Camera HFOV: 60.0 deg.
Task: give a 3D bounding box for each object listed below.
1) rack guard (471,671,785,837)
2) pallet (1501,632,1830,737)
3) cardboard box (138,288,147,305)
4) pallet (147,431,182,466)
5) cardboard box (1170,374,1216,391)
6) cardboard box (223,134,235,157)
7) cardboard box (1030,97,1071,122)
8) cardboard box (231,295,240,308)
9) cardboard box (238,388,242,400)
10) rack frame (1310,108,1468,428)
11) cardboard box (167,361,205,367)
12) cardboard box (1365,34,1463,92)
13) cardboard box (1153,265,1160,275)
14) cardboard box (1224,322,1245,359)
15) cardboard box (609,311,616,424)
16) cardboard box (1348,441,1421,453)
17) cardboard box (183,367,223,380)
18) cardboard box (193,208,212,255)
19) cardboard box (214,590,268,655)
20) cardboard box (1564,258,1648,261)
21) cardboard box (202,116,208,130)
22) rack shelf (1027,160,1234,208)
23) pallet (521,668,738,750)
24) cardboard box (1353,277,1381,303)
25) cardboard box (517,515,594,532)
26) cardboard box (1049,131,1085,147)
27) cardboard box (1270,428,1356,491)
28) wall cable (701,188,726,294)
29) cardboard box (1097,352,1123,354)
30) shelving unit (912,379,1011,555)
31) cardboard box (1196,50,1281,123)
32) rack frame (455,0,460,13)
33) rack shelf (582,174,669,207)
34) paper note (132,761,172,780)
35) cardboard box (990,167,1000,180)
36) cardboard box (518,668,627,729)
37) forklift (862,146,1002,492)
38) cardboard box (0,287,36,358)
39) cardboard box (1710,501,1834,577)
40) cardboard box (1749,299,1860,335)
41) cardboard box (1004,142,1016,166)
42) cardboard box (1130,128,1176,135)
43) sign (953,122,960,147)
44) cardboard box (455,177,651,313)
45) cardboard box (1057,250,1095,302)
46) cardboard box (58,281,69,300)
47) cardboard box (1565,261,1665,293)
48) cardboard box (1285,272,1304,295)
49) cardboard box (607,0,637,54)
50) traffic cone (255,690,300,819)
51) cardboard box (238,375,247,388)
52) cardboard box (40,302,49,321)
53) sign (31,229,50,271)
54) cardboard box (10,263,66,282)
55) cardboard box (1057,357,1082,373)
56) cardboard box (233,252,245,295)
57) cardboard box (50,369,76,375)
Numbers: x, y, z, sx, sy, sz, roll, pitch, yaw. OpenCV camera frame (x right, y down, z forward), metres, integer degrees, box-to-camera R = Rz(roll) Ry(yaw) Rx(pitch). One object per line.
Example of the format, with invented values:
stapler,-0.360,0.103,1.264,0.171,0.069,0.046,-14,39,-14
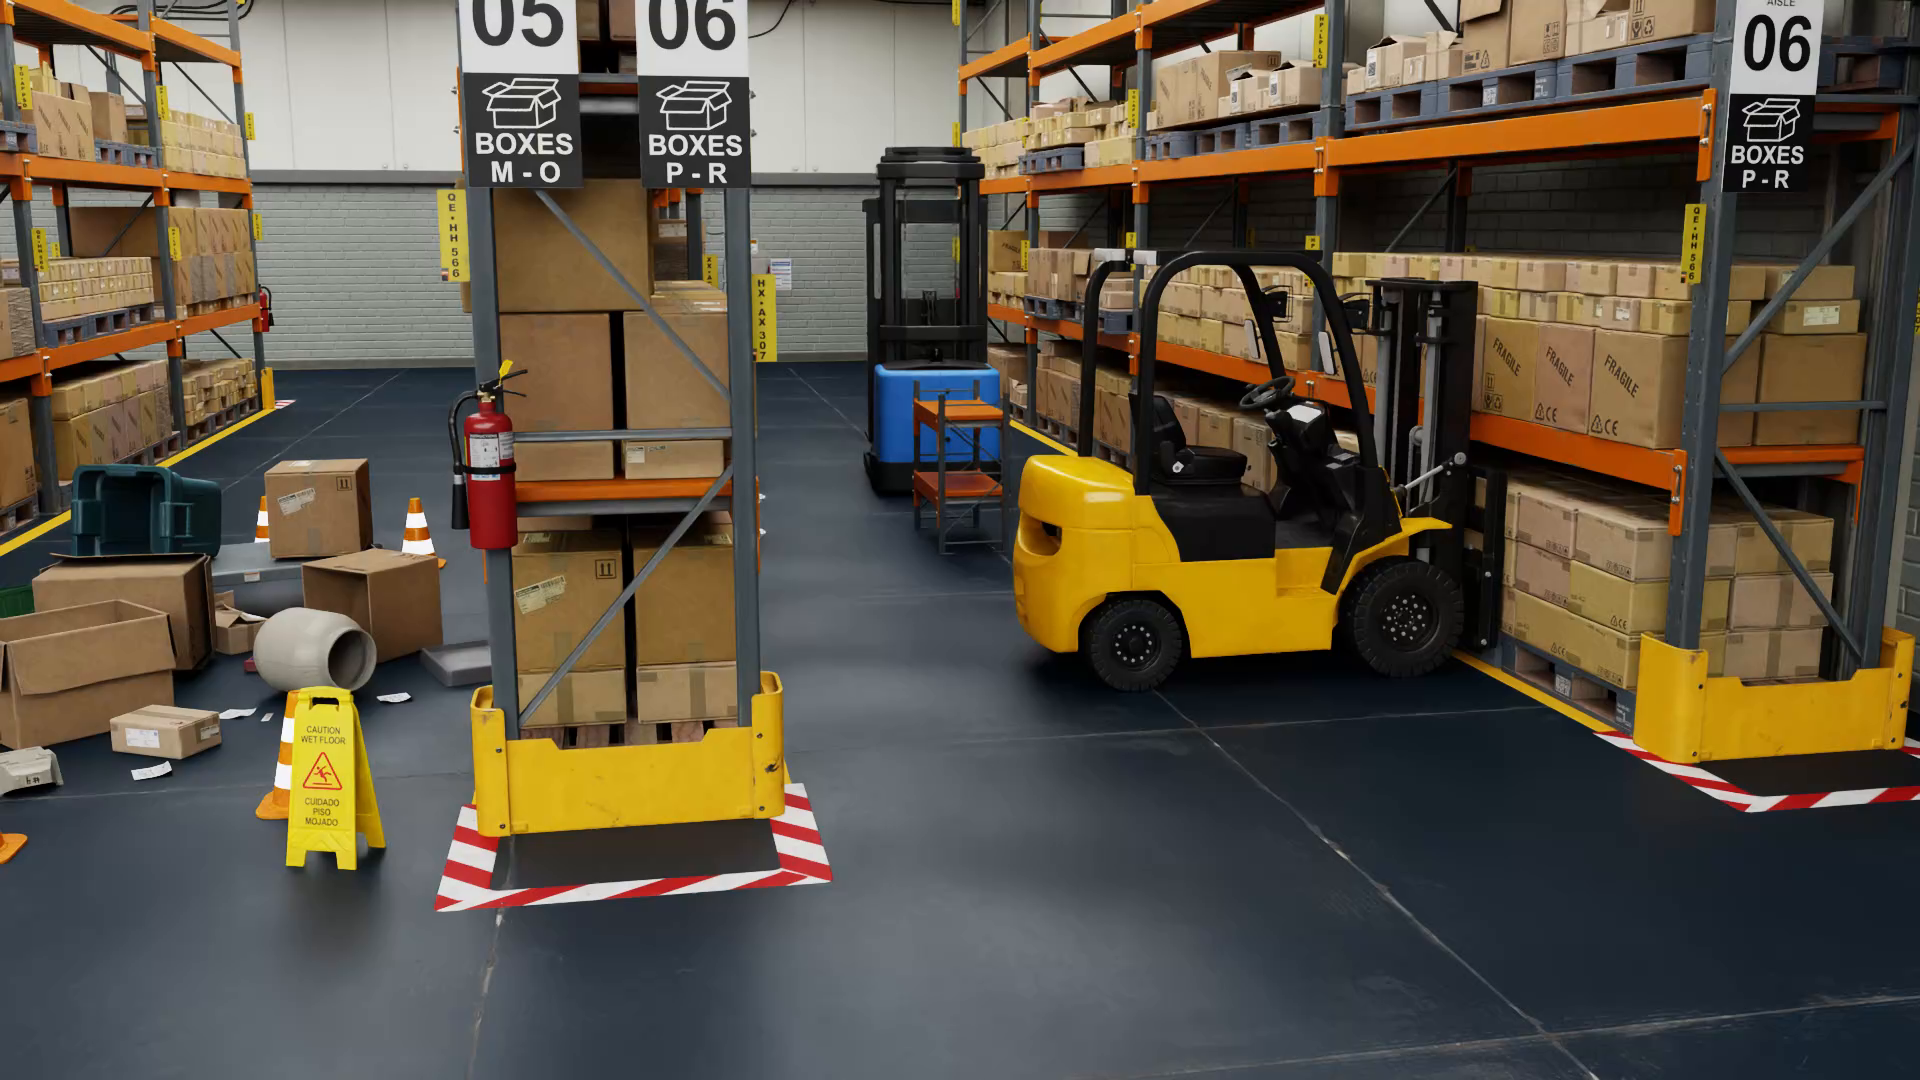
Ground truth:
rack guard,-1.286,0.827,6.512,1.175,0.500,0.348,-2,11,-11
pallet,3.407,0.663,8.147,1.003,0.211,1.213,-2,11,-11
cardboard box,-8.119,-2.359,16.115,0.380,0.149,0.250,-2,11,-11
pallet,-8.288,-0.876,16.236,1.003,0.211,1.213,-2,11,-11
cardboard box,2.220,-1.489,15.823,0.380,0.149,0.250,-2,11,-9
cardboard box,-8.779,-4.599,19.379,0.500,0.250,0.500,-2,11,-13
cardboard box,0.979,-4.656,17.992,0.396,0.266,0.258,-2,11,-12
cardboard box,-8.731,-2.811,19.616,0.380,0.149,0.250,-2,11,-9
cardboard box,-8.796,-1.744,19.840,0.380,0.149,0.250,-2,11,-11
rack frame,2.819,-1.301,11.012,1.000,3.000,0.127,-2,11,-11
cardboard box,-9.279,-2.066,19.939,0.380,0.149,0.250,-2,11,-10
cardboard box,2.741,-2.825,9.843,0.500,0.311,0.500,-2,11,-10
cardboard box,1.867,-2.285,14.176,0.380,0.149,0.250,-2,11,-10
cardboard box,2.294,-1.495,12.429,0.500,0.250,0.500,-2,11,-11
cardboard box,-1.740,-0.763,7.122,0.500,0.500,0.500,-2,11,-11
cardboard box,2.694,-0.454,10.115,0.500,0.250,0.500,-2,11,-11
cardboard box,-8.663,-1.892,19.027,0.380,0.149,0.250,-3,11,-13
cardboard box,-8.474,-3.355,18.064,0.500,0.500,0.500,-2,11,-10
cardboard box,-3.996,0.450,9.120,0.396,0.266,0.258,9,14,38
cardboard box,3.468,-1.436,8.920,0.380,0.149,0.250,-2,11,-11
cardboard box,-8.589,-4.631,18.478,0.380,0.149,0.250,-2,11,-13
rack shelf,1.652,-3.522,16.580,1.077,0.370,4.000,-2,11,-11
pallet,-1.410,0.819,7.329,1.003,0.211,1.213,-2,11,-11
cardboard box,2.674,-1.554,10.335,0.380,0.149,0.250,-2,11,-10
cardboard box,-1.820,-0.132,7.356,0.380,0.149,0.250,-2,11,-9
cardboard box,1.132,-4.118,17.067,0.380,0.149,0.250,-2,11,-12
cardboard box,2.706,-0.436,11.695,0.875,0.625,0.625,-2,11,-8
wall cable,-4.114,-4.907,27.239,0.588,1.984,0.122,-2,11,-11
cardboard box,1.617,-2.009,18.555,0.380,0.149,0.250,-3,11,-13
shelving unit,-0.001,-0.554,12.098,0.538,1.125,1.048,-2,11,-11
cardboard box,2.140,-3.485,12.802,0.500,0.500,0.500,-2,11,-10
rack frame,-1.272,-3.334,5.644,1.000,3.000,0.127,-2,11,-11
rack shelf,-3.217,-3.341,15.628,1.077,0.370,4.000,-2,11,-11
paper note,-3.408,0.971,7.014,0.148,0.019,0.142,-6,13,-31
cardboard box,0.575,-4.455,20.232,0.380,0.149,0.250,-2,11,-10
cardboard box,-1.697,0.615,7.174,0.500,0.250,0.500,-2,11,-11
forklift,-0.322,-2.074,15.253,1.130,2.935,3.031,-1,11,-6
cardboard box,-7.312,-1.632,12.479,0.500,0.500,0.500,-2,11,-11
cardboard box,3.689,-0.010,7.781,0.500,0.250,0.500,-2,11,-12
cardboard box,3.785,-1.007,7.464,0.380,0.149,0.250,-2,11,-12
cardboard box,0.812,-4.489,19.342,0.500,0.250,0.500,-3,11,-13
cardboard box,1.736,-3.687,14.858,0.380,0.149,0.250,-2,11,-10
sign,-0.048,-5.385,22.109,0.100,0.325,0.005,-2,11,-11
cardboard box,-1.585,-1.159,6.525,0.700,0.500,0.500,-2,11,-12
cardboard box,1.391,-2.688,16.908,0.700,0.500,0.500,-2,11,-11
cardboard box,-7.670,-2.079,13.849,0.380,0.149,0.250,-2,11,-13
cardboard box,3.189,-1.279,8.097,0.380,0.149,0.250,-2,11,-11
cardboard box,2.466,-1.770,11.474,0.380,0.149,0.250,-2,11,-12
cardboard box,-1.108,-2.035,6.447,0.500,0.250,0.500,-2,11,-12
traffic cone,-2.621,0.828,6.611,0.336,0.463,0.334,-2,11,-11
cardboard box,-8.734,-1.893,19.825,0.380,0.149,0.250,-3,11,-13
cardboard box,-7.552,-1.828,13.325,0.380,0.149,0.250,-2,11,-12
sign,-7.120,-2.245,12.872,0.100,0.325,0.005,-2,11,-11
cardboard box,-7.661,-2.217,13.778,0.380,0.149,0.250,-2,11,-11
cardboard box,1.262,-1.896,17.961,0.380,0.149,0.250,-3,11,-14
cardboard box,-8.784,-3.150,19.662,0.500,0.500,0.500,-2,11,-12
cardboard box,-8.356,-1.399,15.082,0.500,0.250,0.500,-2,11,-9
